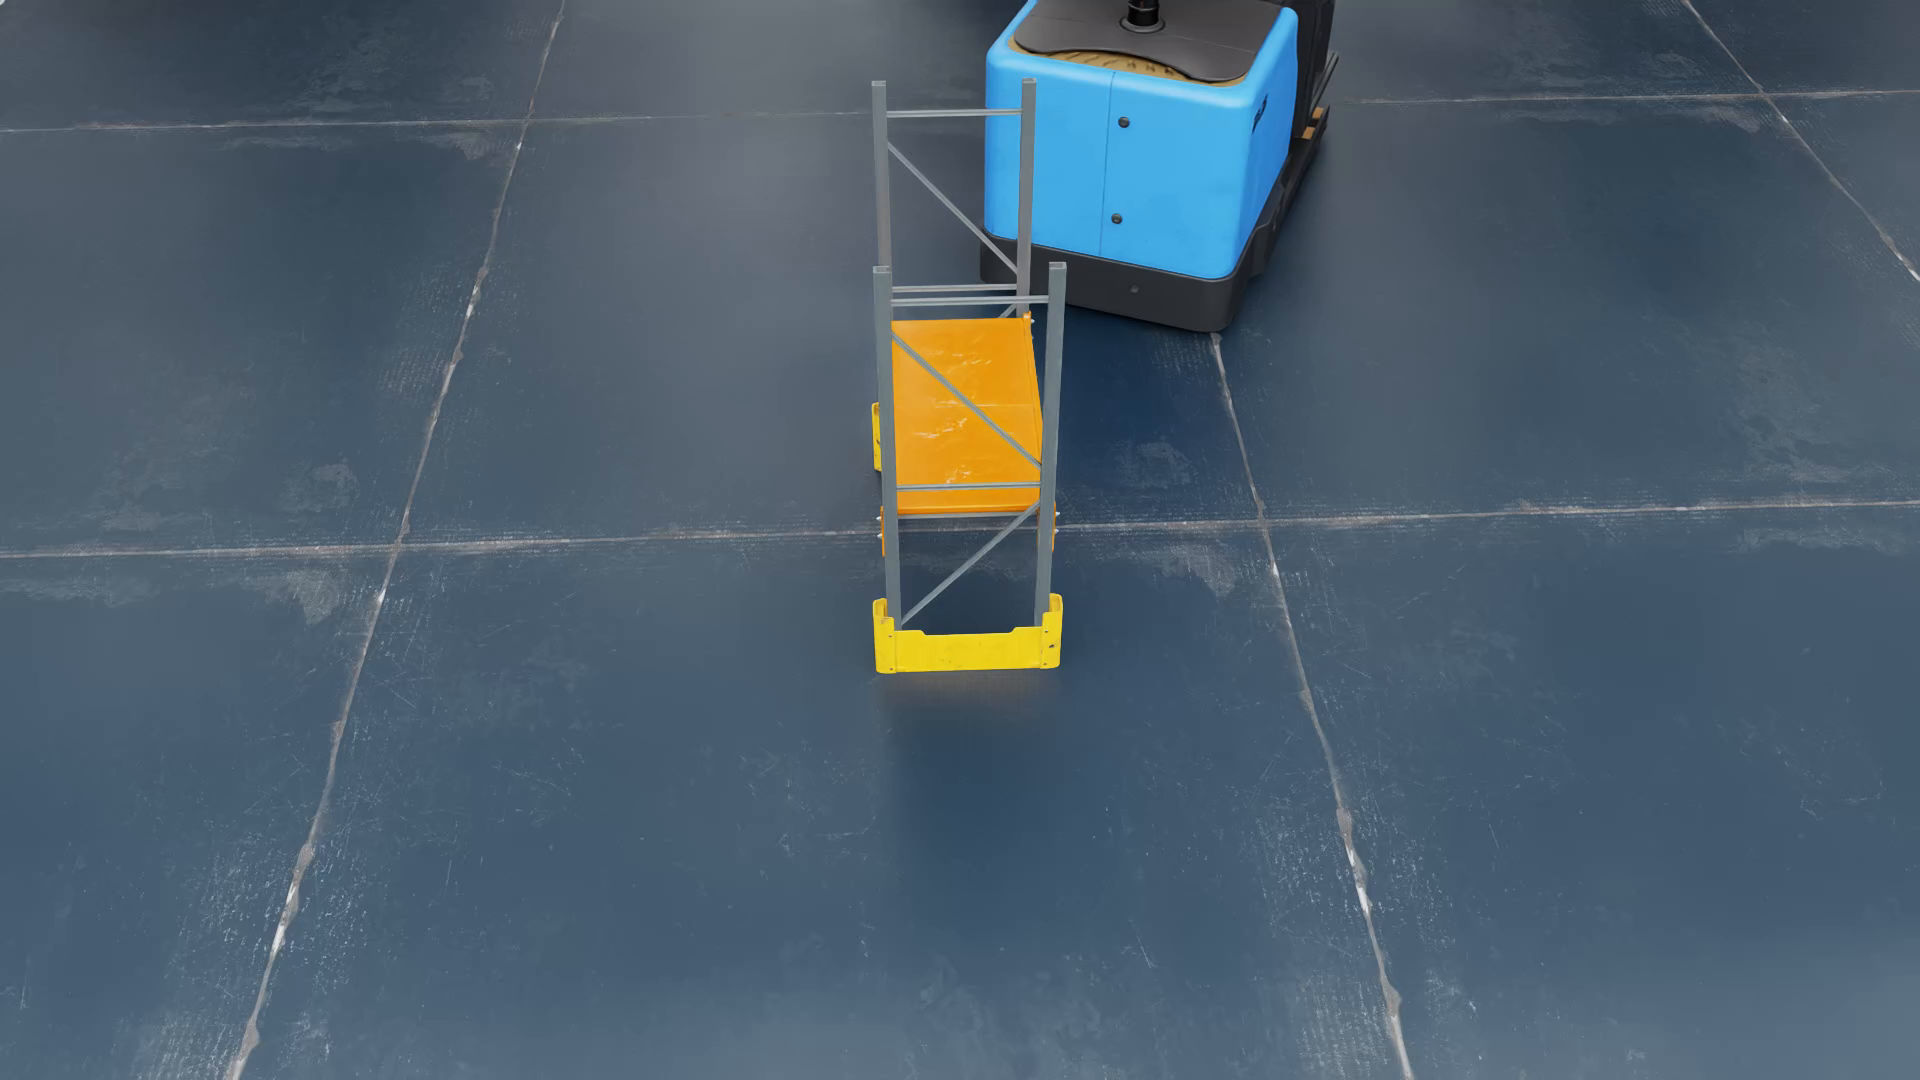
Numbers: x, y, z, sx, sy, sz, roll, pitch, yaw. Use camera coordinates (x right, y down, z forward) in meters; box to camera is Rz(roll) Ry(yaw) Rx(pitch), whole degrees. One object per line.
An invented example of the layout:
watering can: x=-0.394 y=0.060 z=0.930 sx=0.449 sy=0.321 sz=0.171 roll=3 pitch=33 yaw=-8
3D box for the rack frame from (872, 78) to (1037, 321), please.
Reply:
rack frame: x=-0.018 y=-0.838 z=5.555 sx=0.500 sy=1.500 sz=0.032 roll=-2 pitch=43 yaw=-2

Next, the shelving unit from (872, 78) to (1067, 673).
shelving unit: x=0.003 y=-0.501 z=5.187 sx=0.587 sy=1.500 sz=1.083 roll=-2 pitch=43 yaw=-2

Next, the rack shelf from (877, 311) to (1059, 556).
rack shelf: x=0.004 y=-0.363 z=5.302 sx=0.538 sy=0.185 sz=1.000 roll=-2 pitch=43 yaw=-2

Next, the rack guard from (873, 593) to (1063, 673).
rack guard: x=0.024 y=0.296 z=5.243 sx=0.587 sy=0.250 sz=0.087 roll=-2 pitch=43 yaw=-2

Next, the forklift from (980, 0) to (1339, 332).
forklift: x=1.079 y=-2.903 z=6.748 sx=1.130 sy=2.935 sz=3.031 roll=14 pitch=44 yaw=15

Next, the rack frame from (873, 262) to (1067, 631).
rack frame: x=0.025 y=-0.152 z=4.806 sx=0.500 sy=1.500 sz=0.032 roll=-2 pitch=43 yaw=-2

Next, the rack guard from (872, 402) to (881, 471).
rack guard: x=-0.018 y=-0.377 z=5.976 sx=0.587 sy=0.250 sz=0.087 roll=-2 pitch=43 yaw=-2
